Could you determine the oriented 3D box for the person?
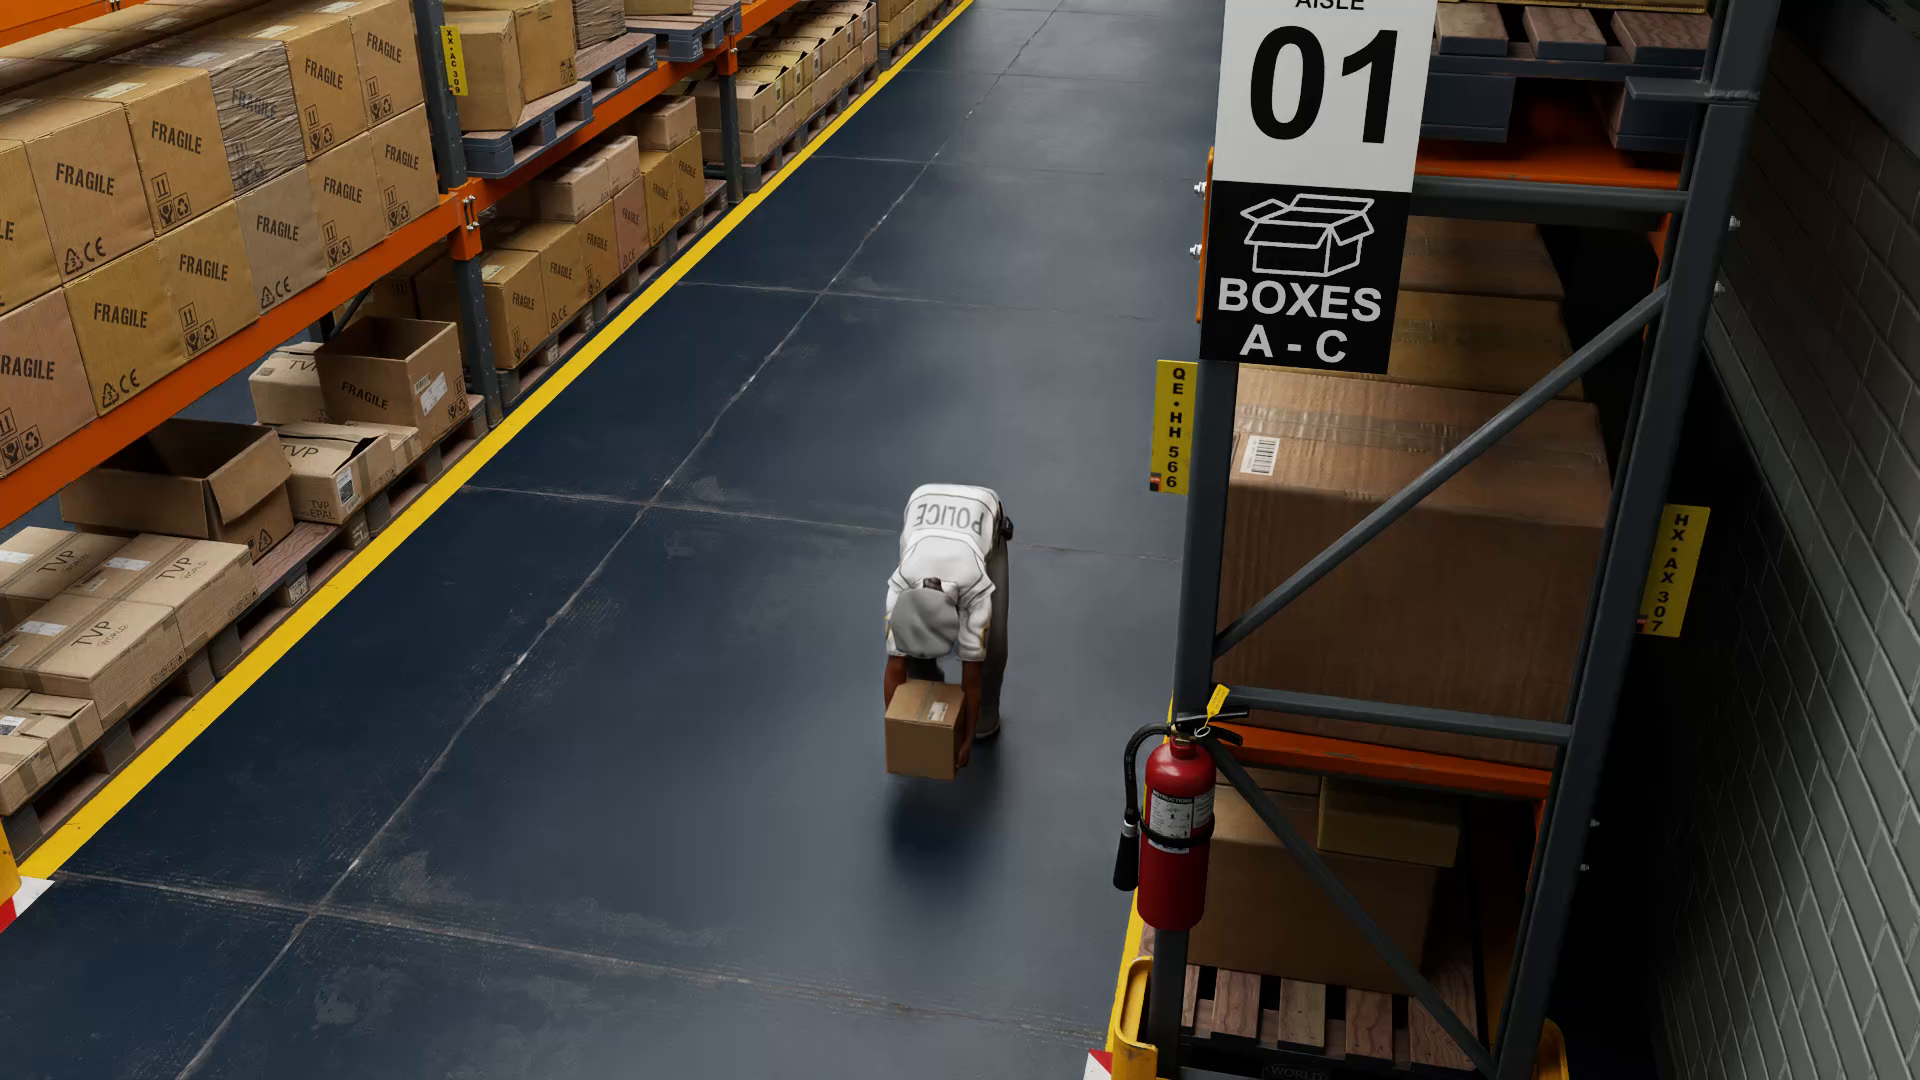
[{"bbox_3d":[-0.057,0.212,6.078,0.413,1.347,0.875,5,29,9],"label":"person"}]
